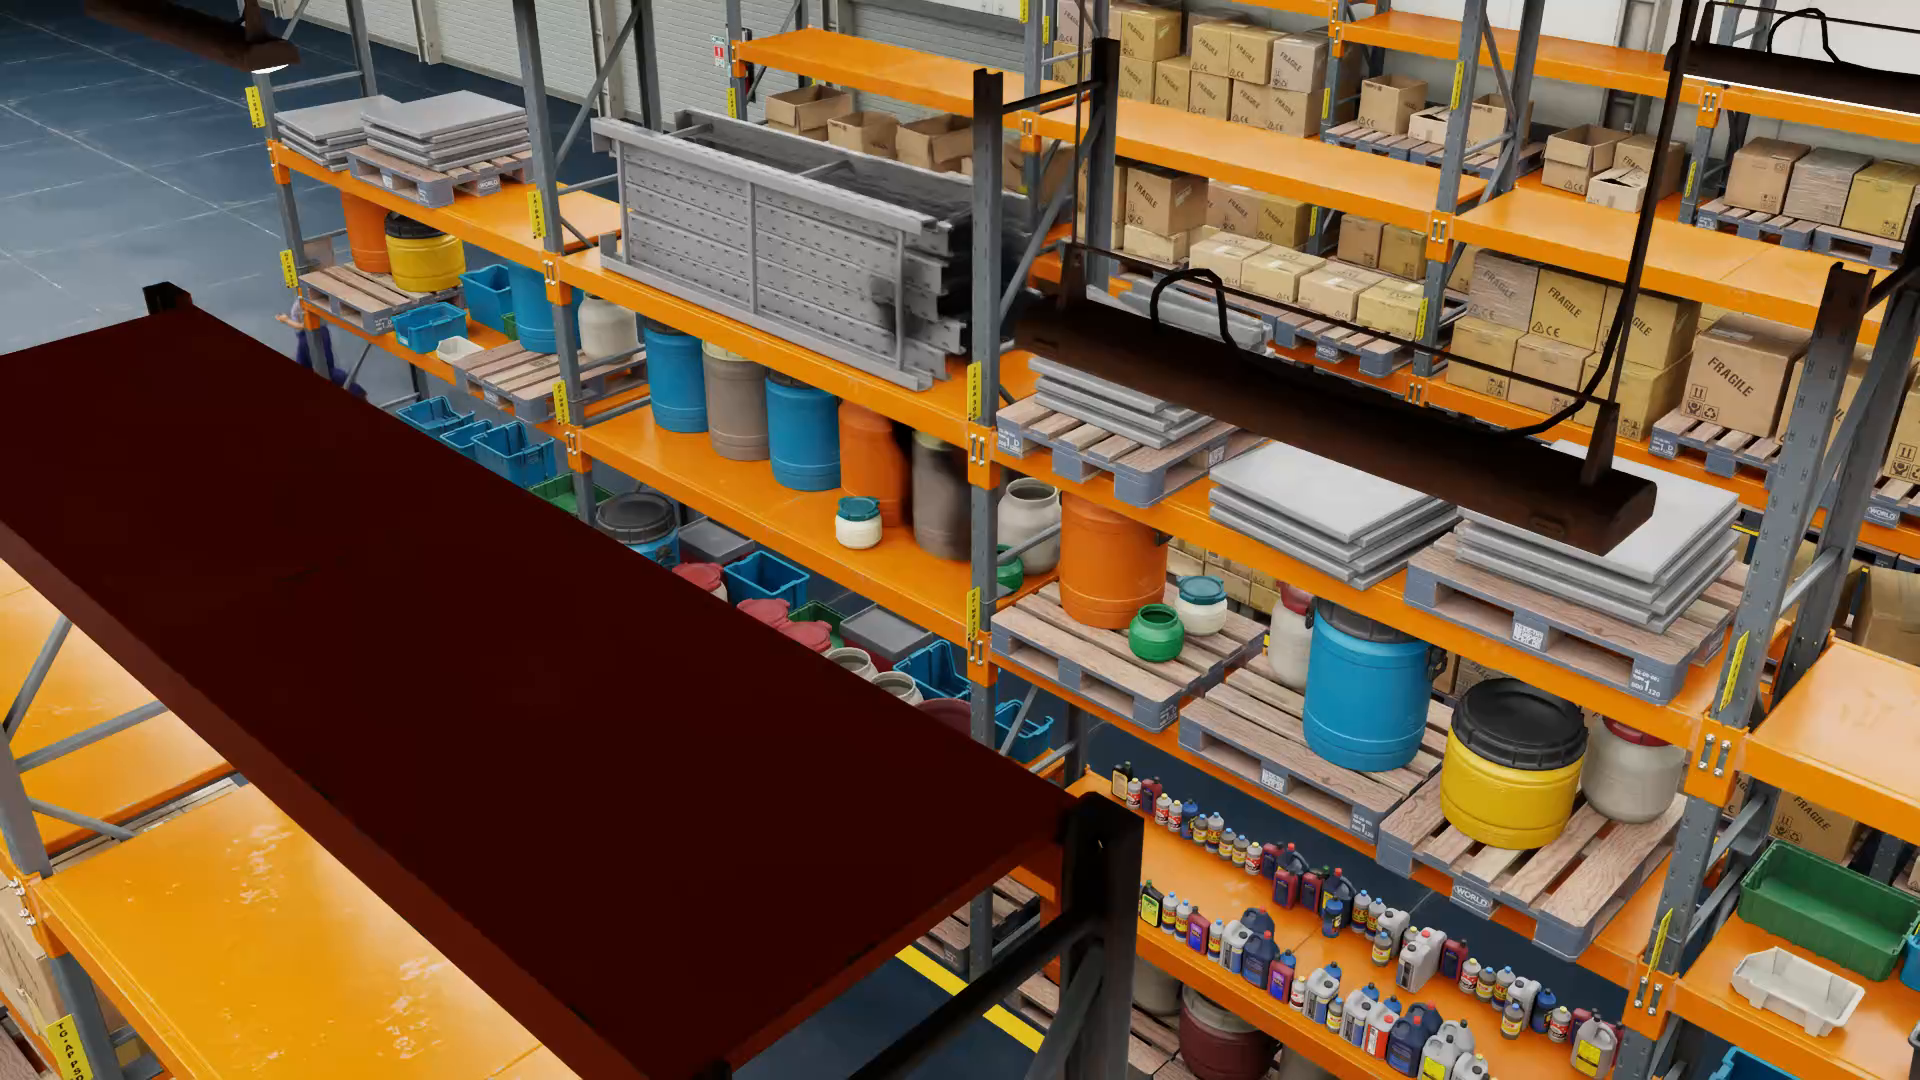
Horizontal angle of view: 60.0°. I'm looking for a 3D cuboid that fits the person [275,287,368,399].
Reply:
[{"bbox_3d":[-7.147,-2.187,18.430,0.844,1.680,0.594,-9,31,-16],"label":"person"}]
